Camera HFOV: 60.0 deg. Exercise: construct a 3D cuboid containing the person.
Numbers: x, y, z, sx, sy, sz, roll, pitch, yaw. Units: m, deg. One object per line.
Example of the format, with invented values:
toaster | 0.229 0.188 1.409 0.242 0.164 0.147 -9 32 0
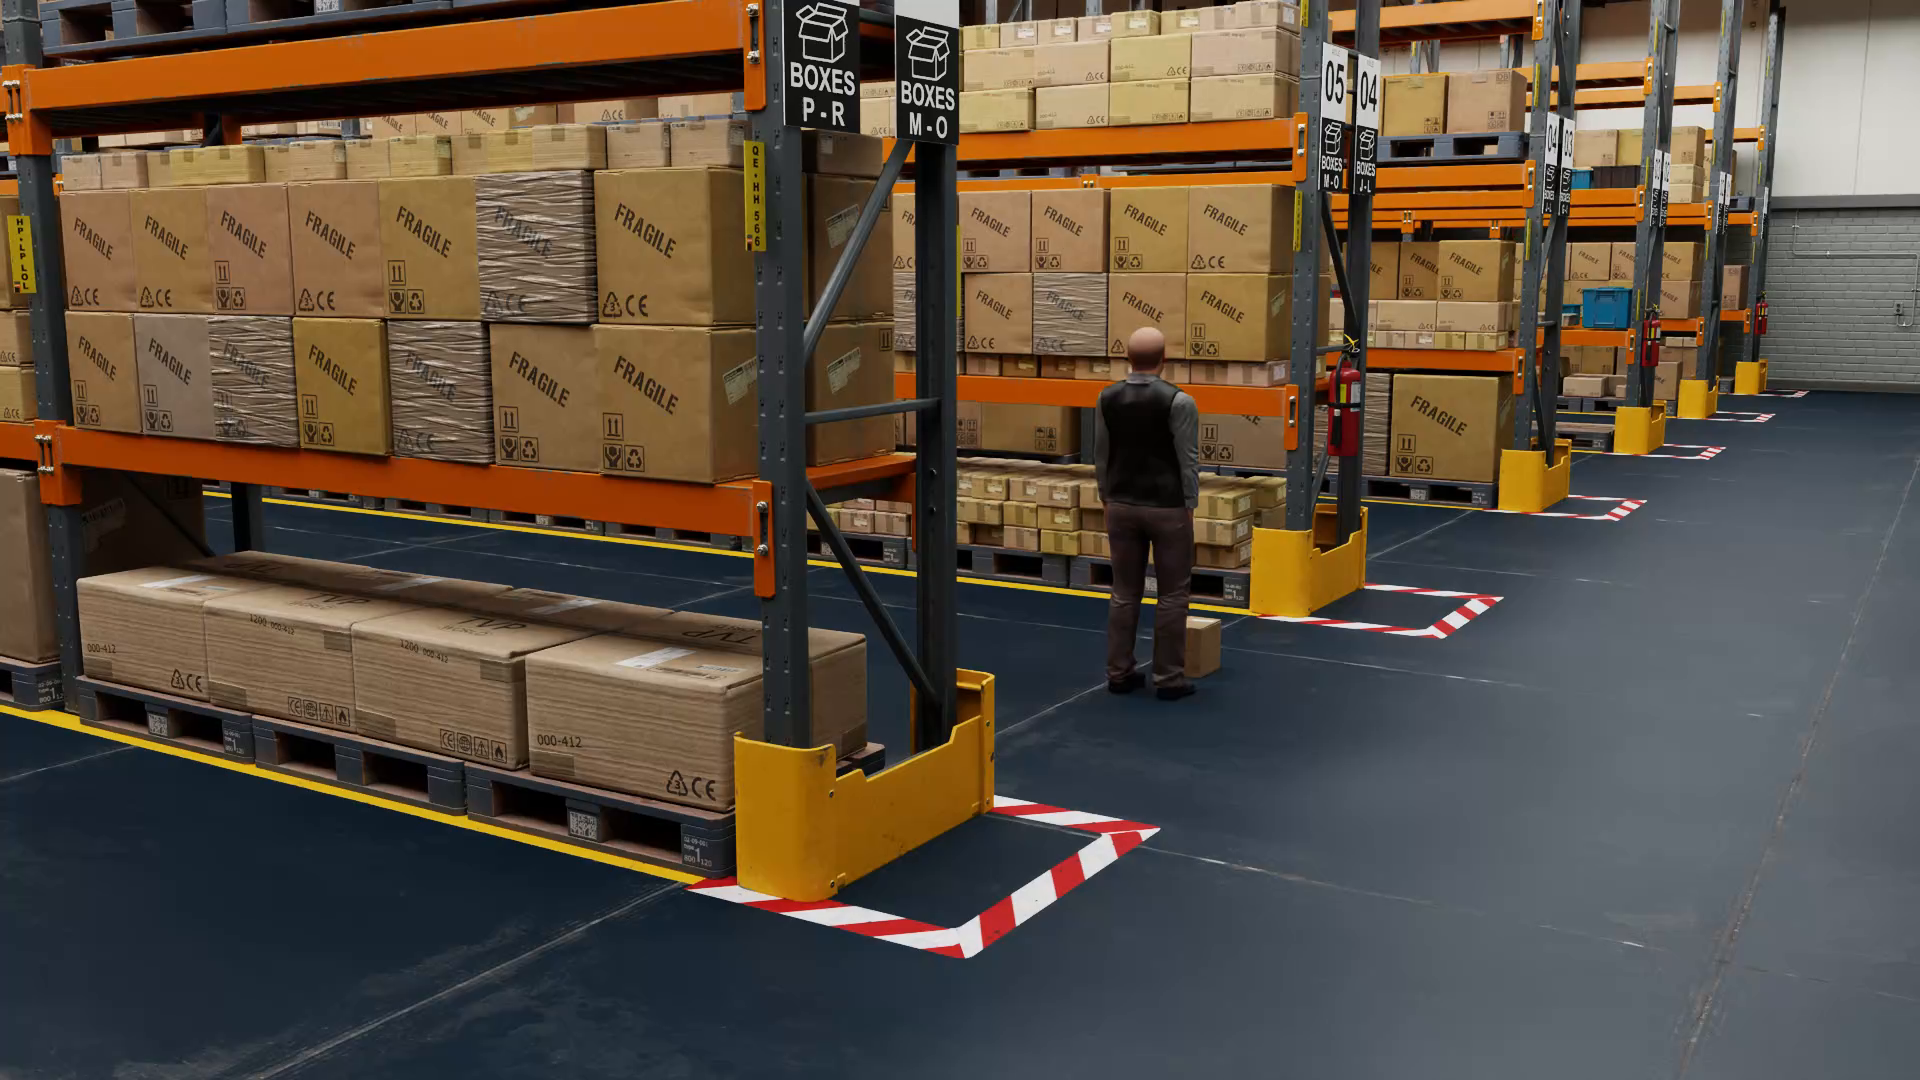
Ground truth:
person | 0.873 -0.129 7.760 0.532 1.716 0.358 6 11 32
